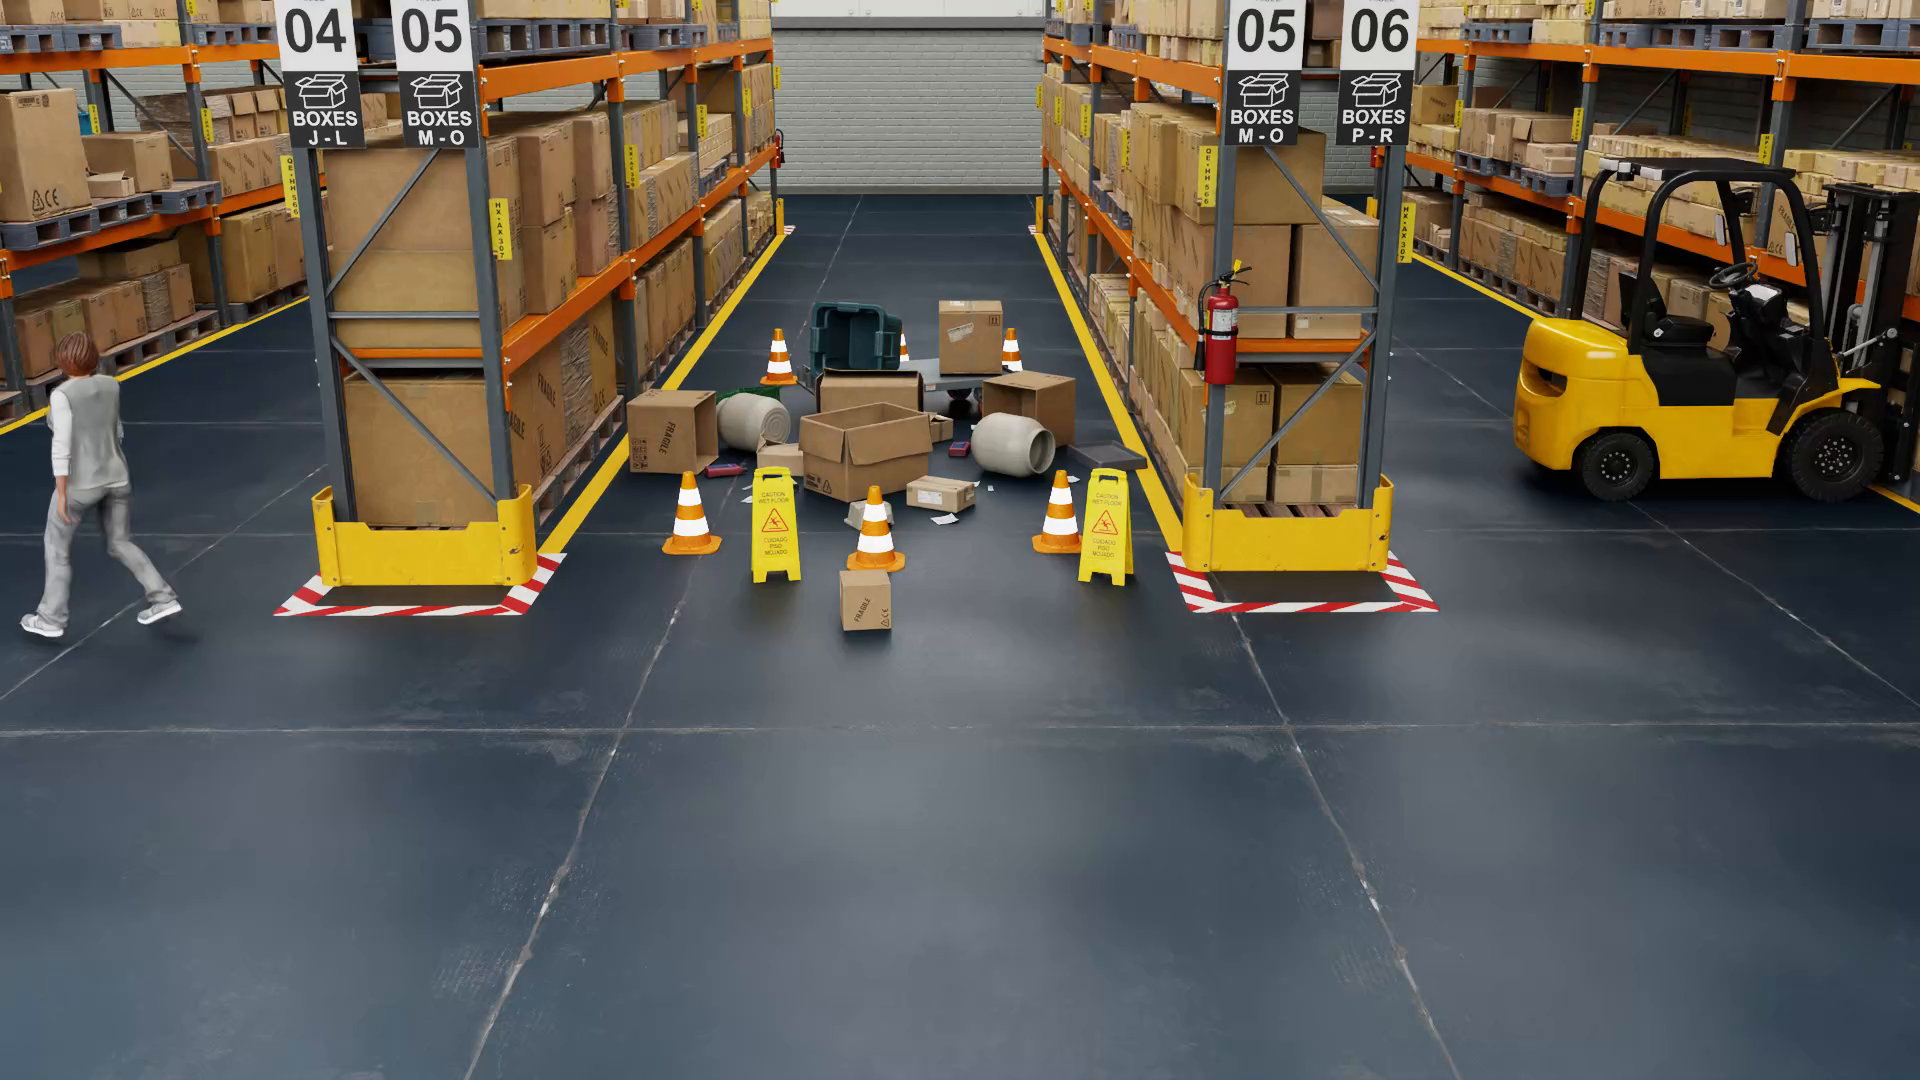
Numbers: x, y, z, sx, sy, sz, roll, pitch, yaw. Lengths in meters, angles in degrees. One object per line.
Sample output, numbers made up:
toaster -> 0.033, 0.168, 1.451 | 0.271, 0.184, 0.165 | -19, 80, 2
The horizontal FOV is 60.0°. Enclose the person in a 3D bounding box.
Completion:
person -> -4.423, -0.279, 8.458 | 0.800, 1.534, 0.512 | 7, 19, 22
